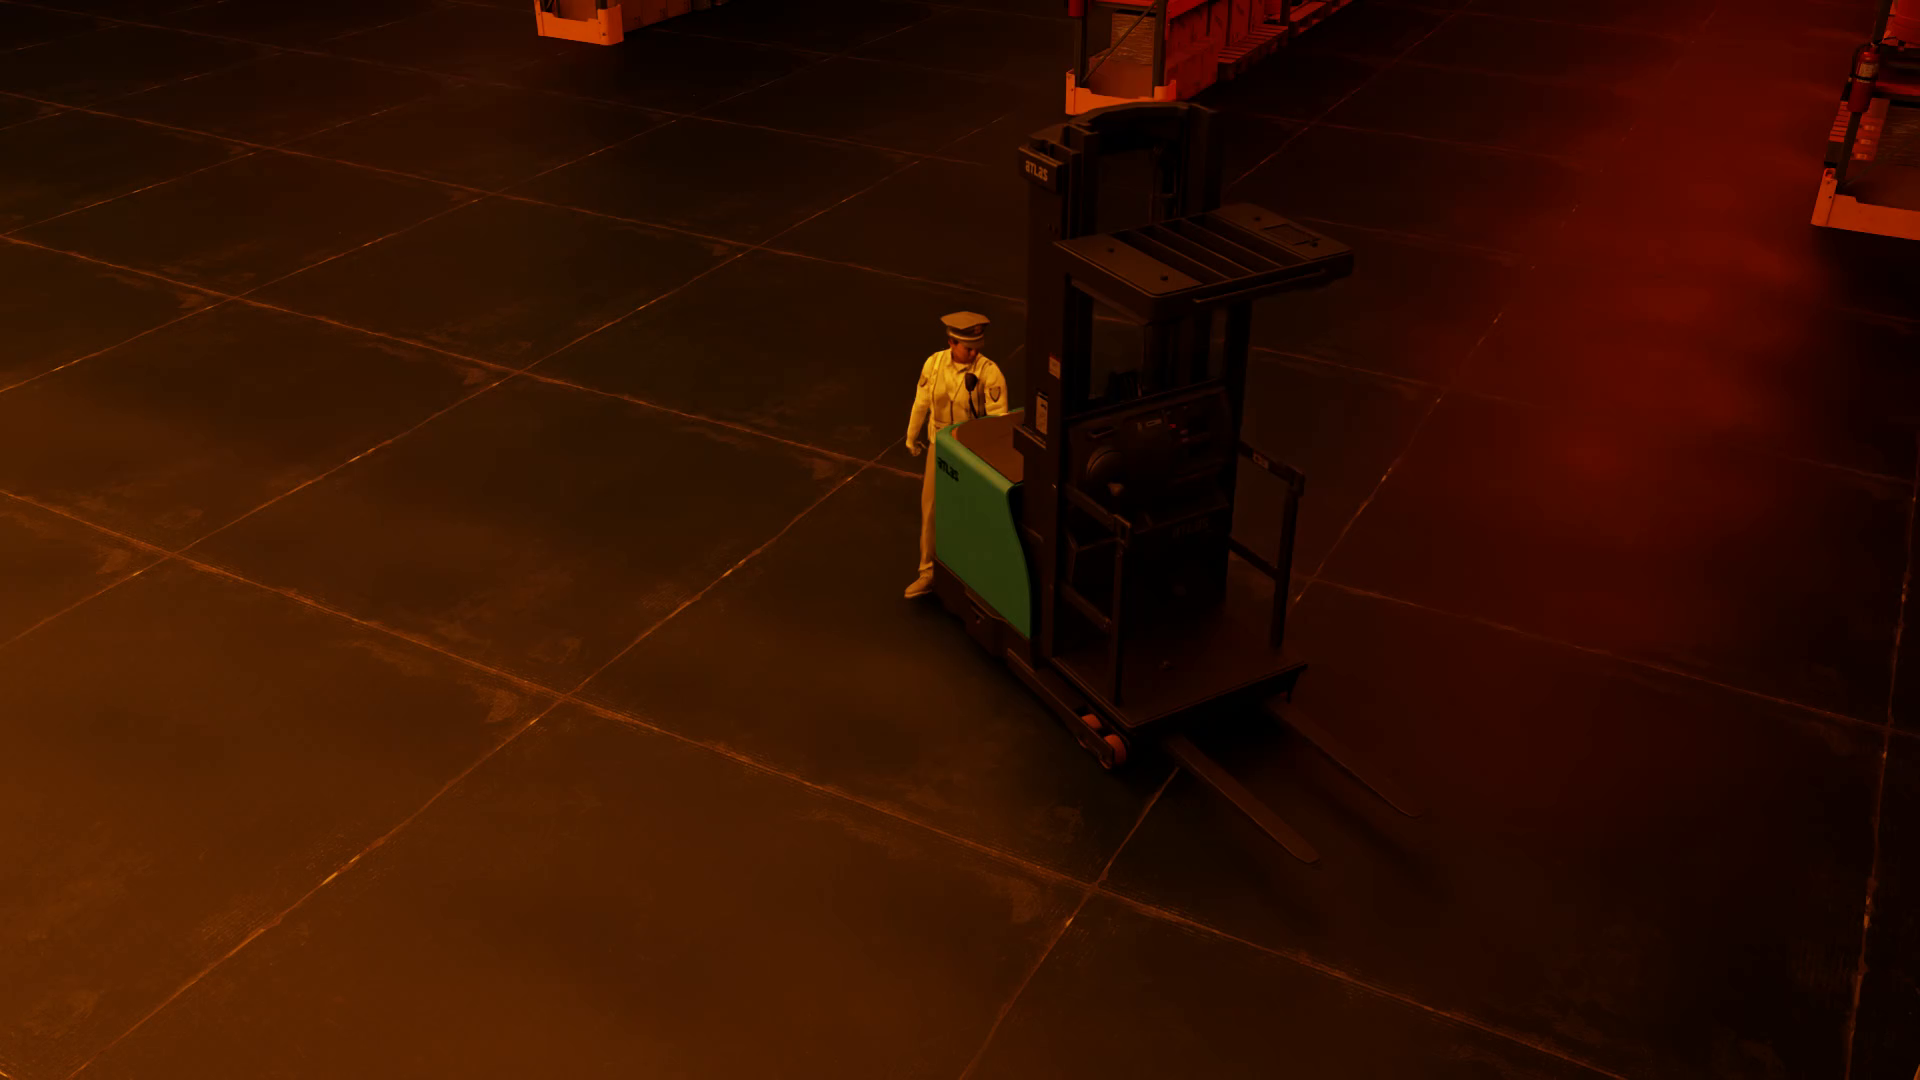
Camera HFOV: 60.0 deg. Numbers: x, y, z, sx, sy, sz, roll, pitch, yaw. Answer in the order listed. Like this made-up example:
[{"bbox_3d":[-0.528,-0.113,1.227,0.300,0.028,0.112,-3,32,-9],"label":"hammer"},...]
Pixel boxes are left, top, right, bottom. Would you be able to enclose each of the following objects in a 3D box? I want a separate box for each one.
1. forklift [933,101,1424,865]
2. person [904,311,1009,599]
[{"bbox_3d":[1.026,-0.422,7.801,1.130,2.935,3.031,-16,34,-26],"label":"forklift"},{"bbox_3d":[-0.044,-0.468,9.199,0.644,1.620,0.861,8,31,14],"label":"person"}]
